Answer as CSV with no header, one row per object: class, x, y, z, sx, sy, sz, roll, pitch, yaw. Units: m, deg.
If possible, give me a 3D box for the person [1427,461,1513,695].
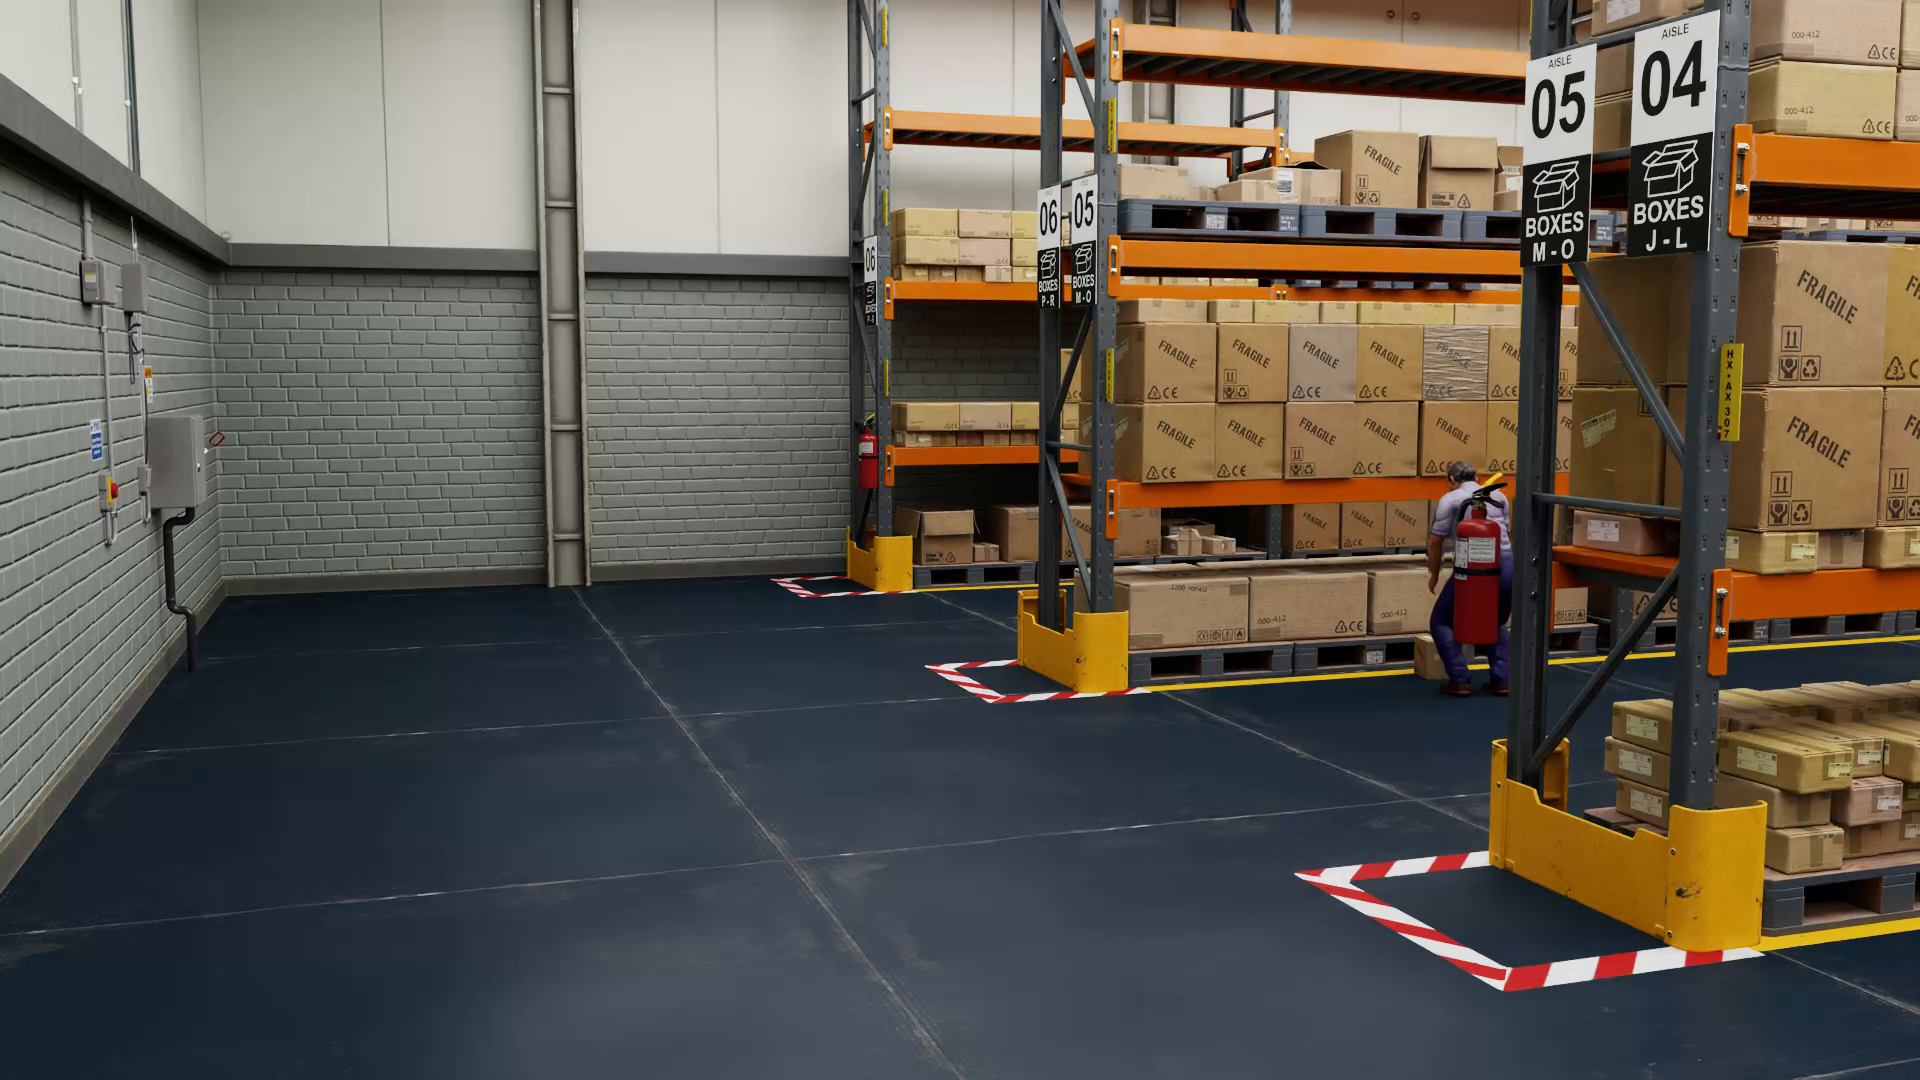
person,3.186,0.242,10.337,0.530,1.446,0.595,-1,6,-7
